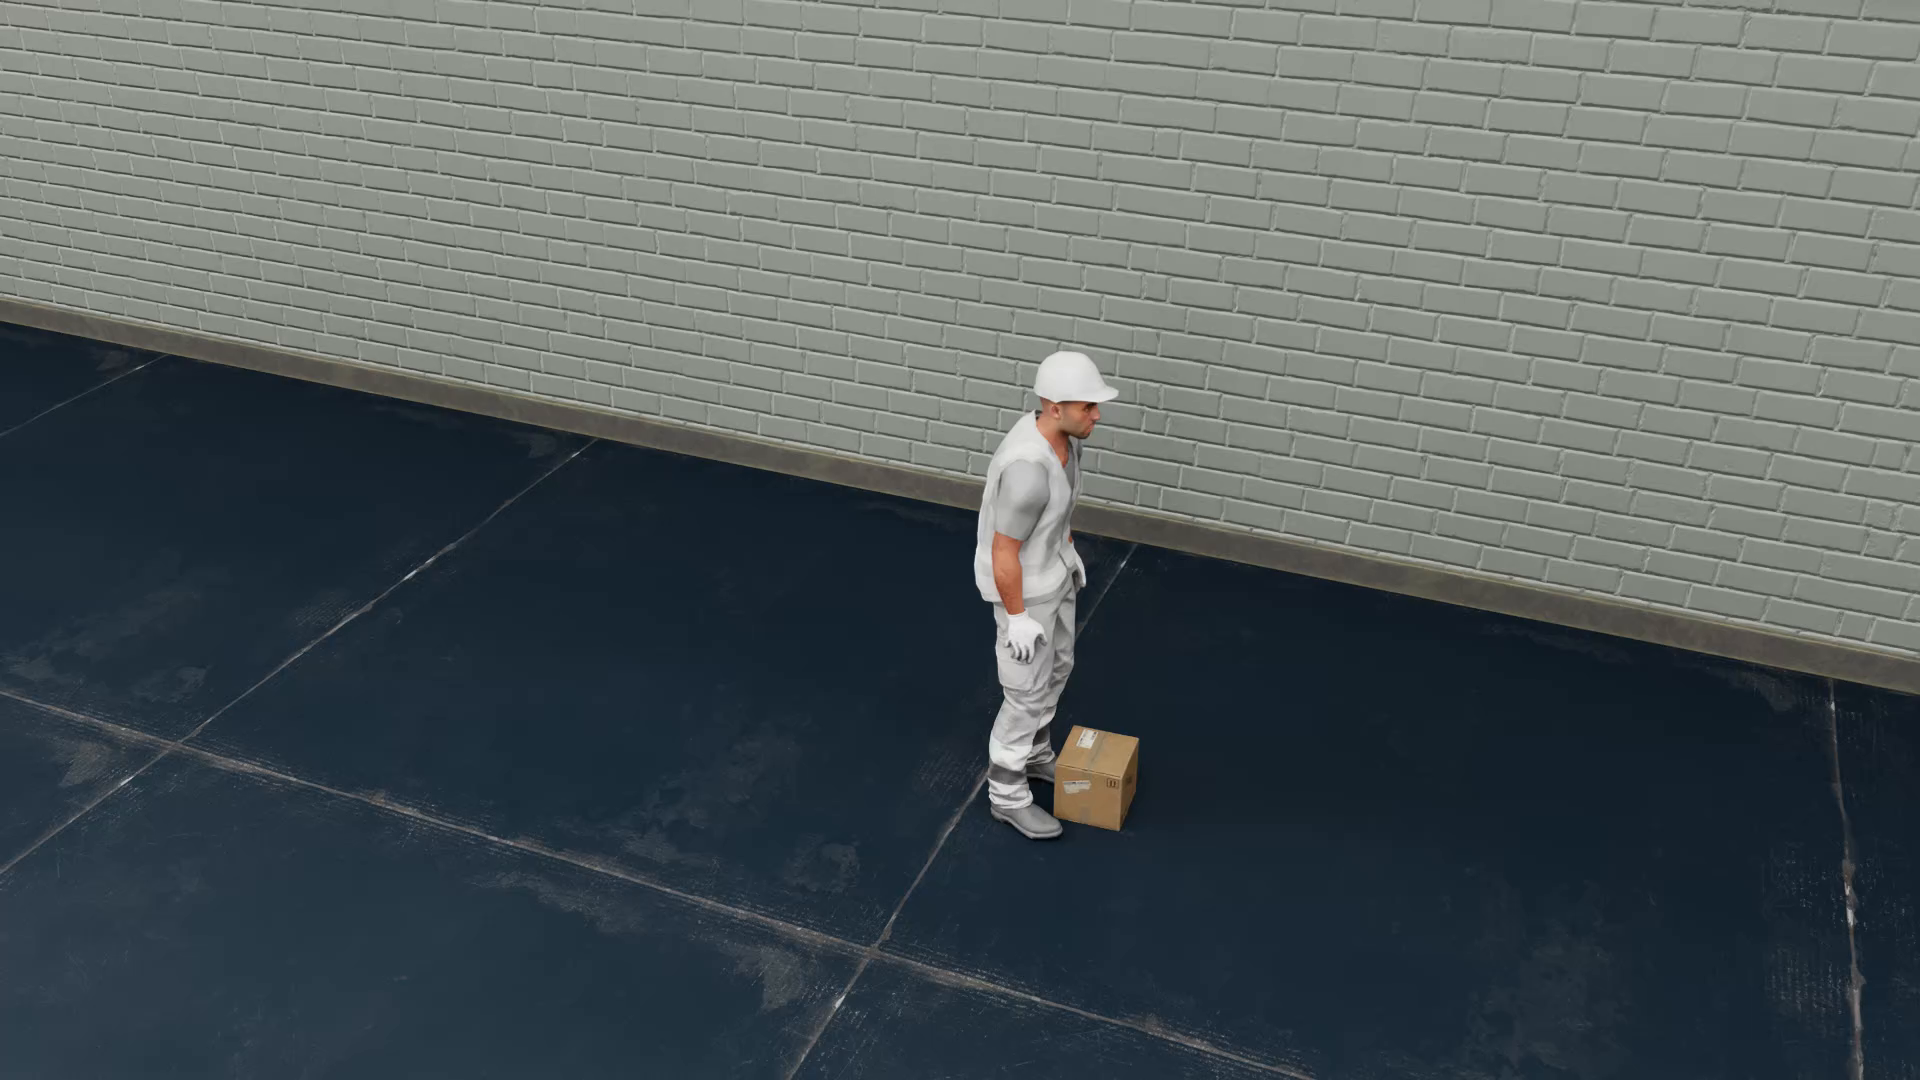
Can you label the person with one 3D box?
[{"bbox_3d":[0.291,0.173,5.805,0.455,1.779,0.611,11,31,19],"label":"person"}]
